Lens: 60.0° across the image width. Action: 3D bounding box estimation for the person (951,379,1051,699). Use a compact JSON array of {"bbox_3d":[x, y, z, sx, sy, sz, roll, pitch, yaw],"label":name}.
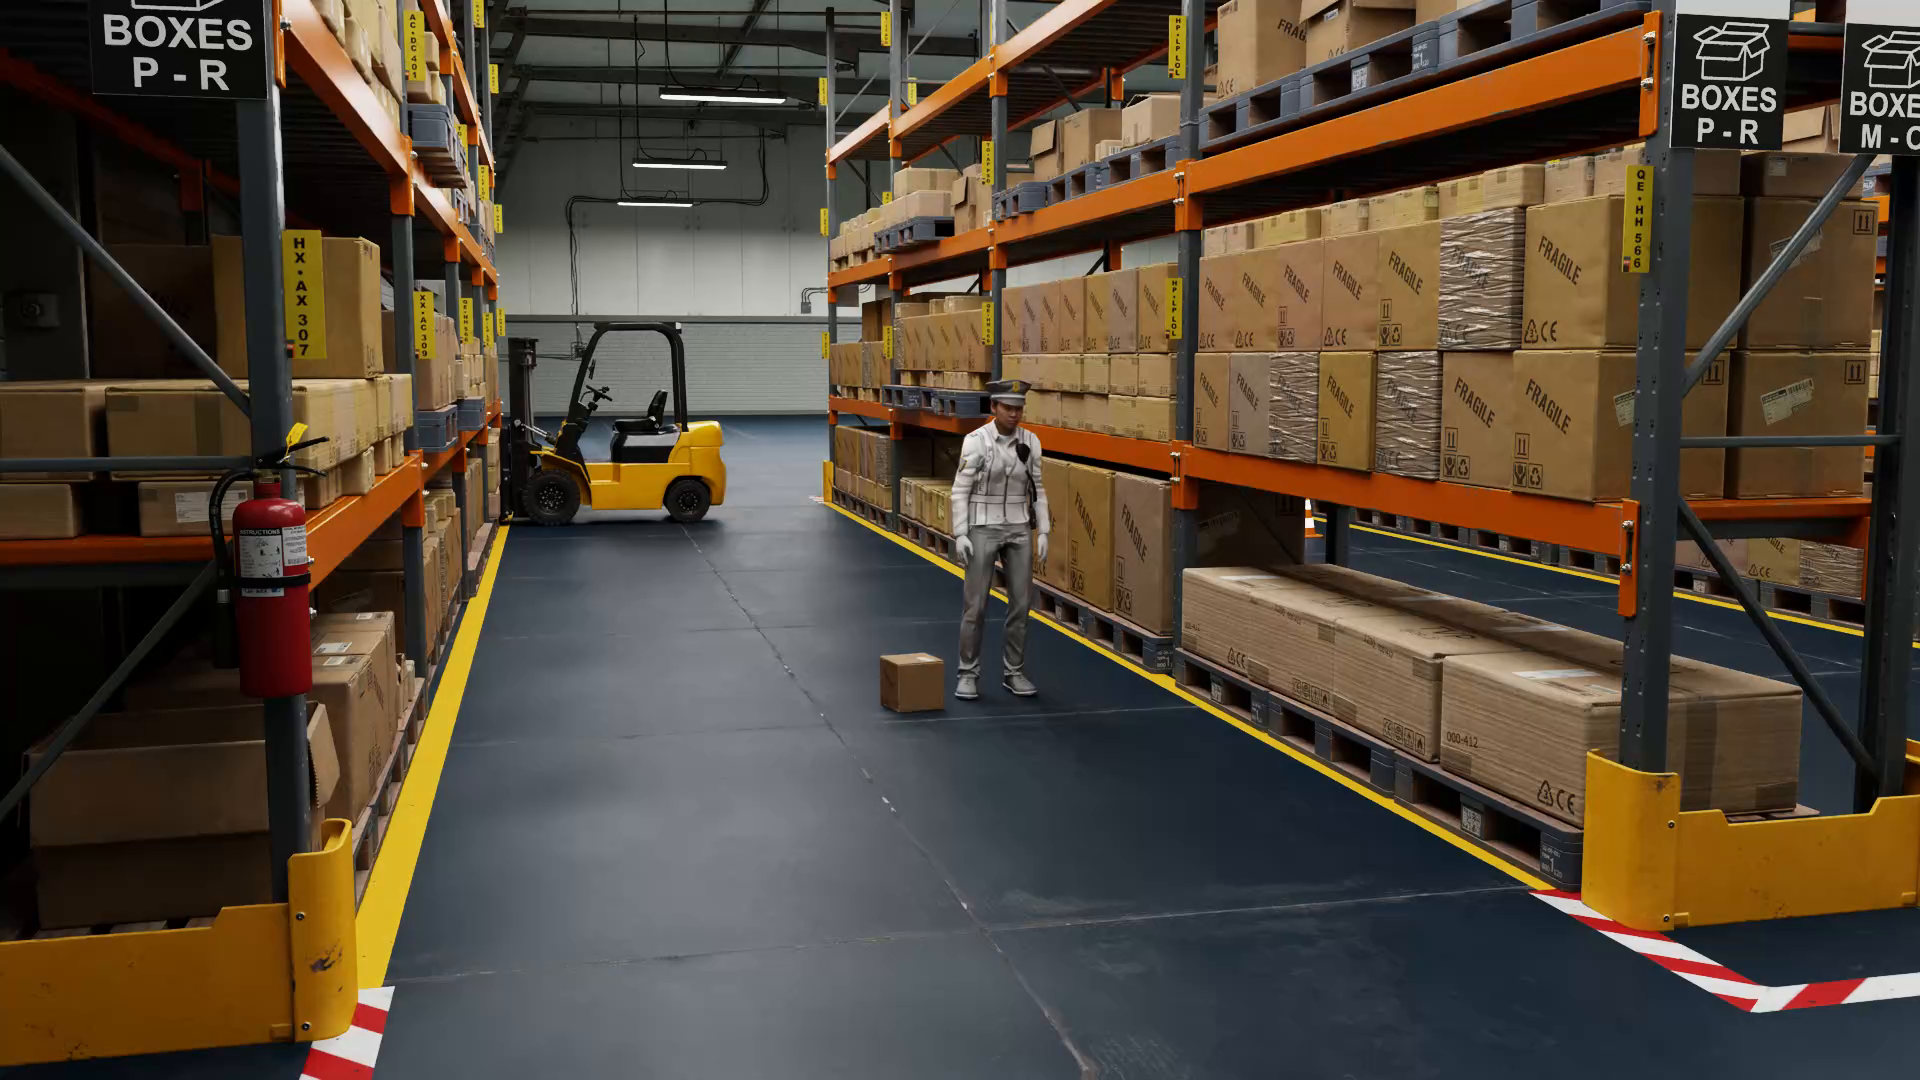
[{"bbox_3d":[0.221,-0.012,8.765,0.546,1.666,0.341,-2,6,-16],"label":"person"}]
